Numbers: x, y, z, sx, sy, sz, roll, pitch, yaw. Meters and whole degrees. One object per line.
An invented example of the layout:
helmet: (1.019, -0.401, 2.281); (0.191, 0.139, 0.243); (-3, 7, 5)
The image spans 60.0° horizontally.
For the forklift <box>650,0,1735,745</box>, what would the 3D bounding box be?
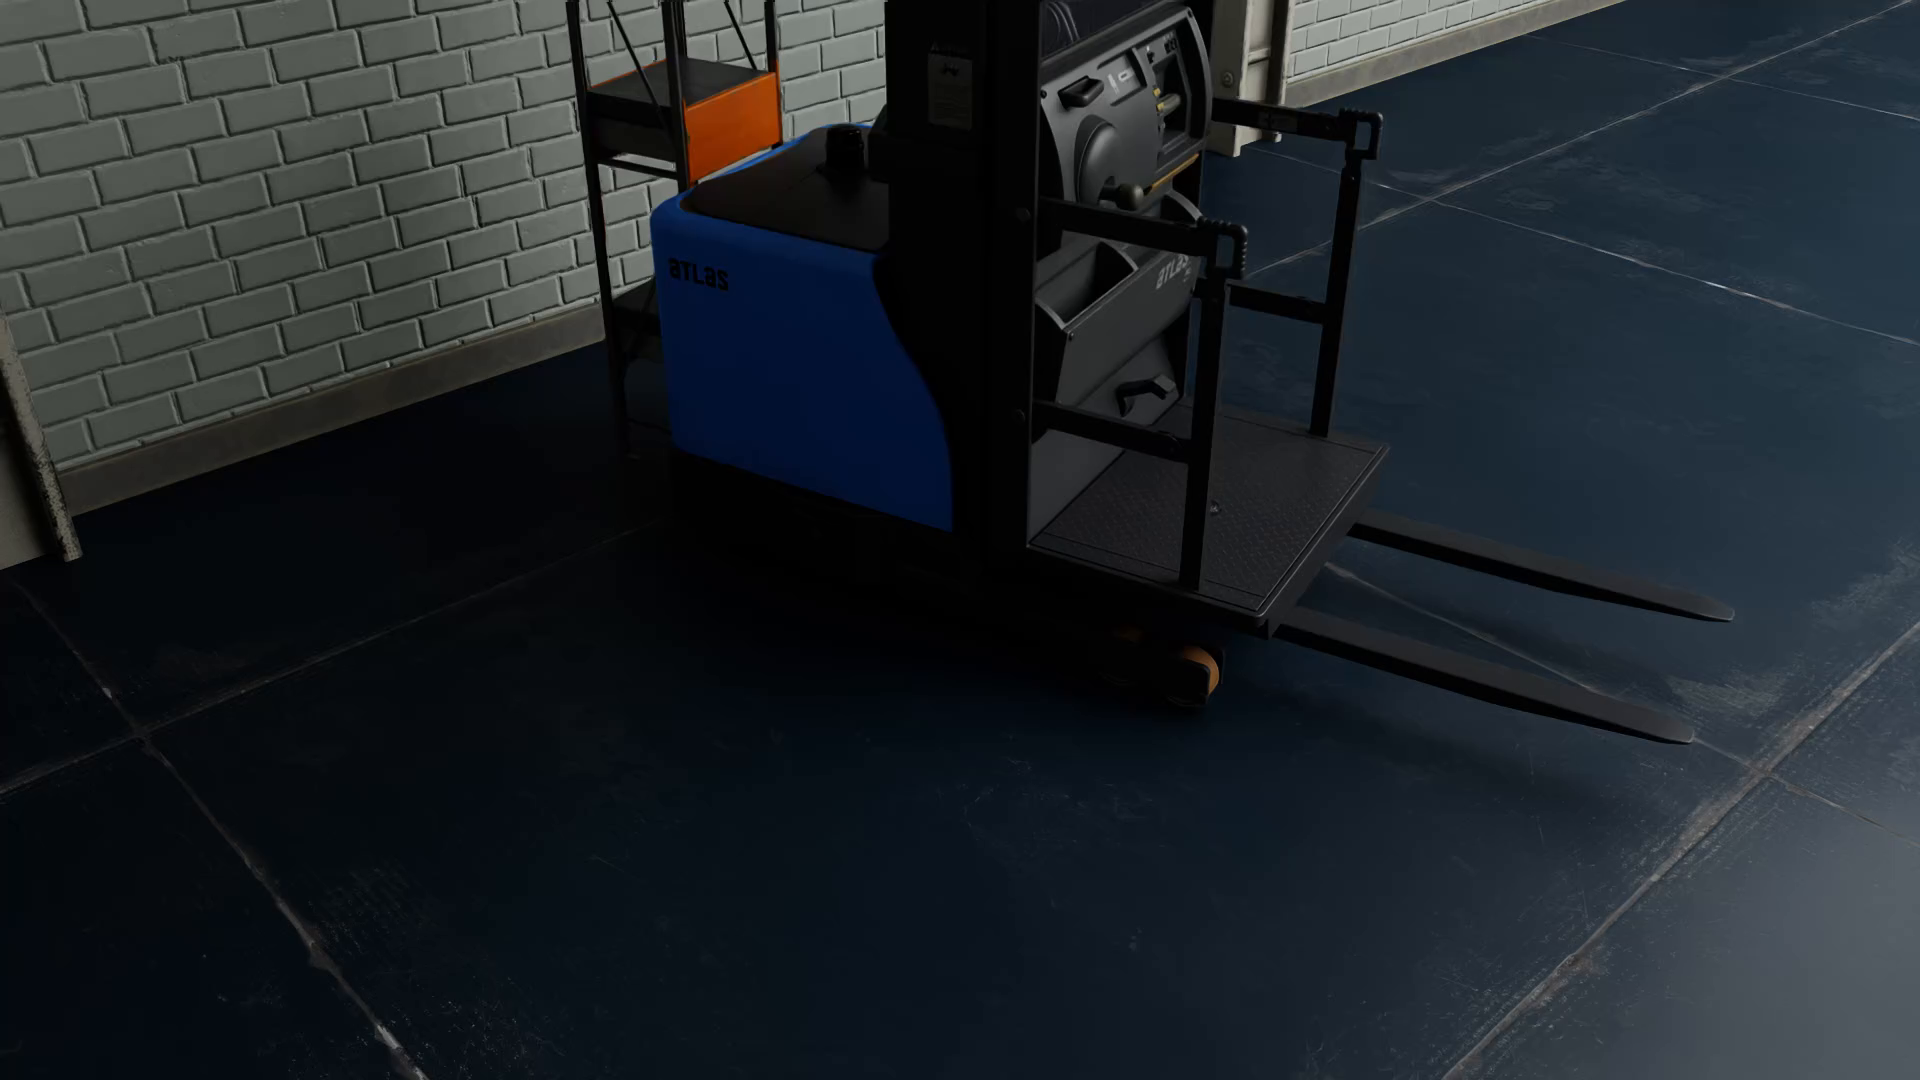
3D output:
forklift: (0.625, -1.115, 4.264); (3.031, 2.935, 1.130); (17, 35, 25)

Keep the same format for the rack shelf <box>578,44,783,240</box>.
rack shelf: (-0.871, -1.234, 5.282); (0.431, 0.518, 0.480); (17, 35, 25)

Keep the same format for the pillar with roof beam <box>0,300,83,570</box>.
pillar with roof beam: (-0.048, -2.132, 0.110); (0.400, 9.000, 9.100); (-26, 40, -35)

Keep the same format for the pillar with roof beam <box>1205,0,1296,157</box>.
pillar with roof beam: (4.352, -4.260, 3.591); (0.400, 9.000, 9.100); (-26, 40, -35)

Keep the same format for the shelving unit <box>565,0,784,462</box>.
shelving unit: (-0.871, -1.246, 5.275); (0.431, 2.100, 0.503); (17, 35, 25)

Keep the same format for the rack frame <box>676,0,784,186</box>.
rack frame: (-0.748, -1.356, 5.455); (0.400, 2.100, 0.015); (17, 35, 25)

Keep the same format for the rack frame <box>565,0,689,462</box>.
rack frame: (-0.993, -1.136, 5.095); (0.400, 2.100, 0.015); (17, 35, 25)

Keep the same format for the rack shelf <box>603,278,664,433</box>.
rack shelf: (-0.871, -0.637, 5.647); (0.431, 0.518, 0.480); (17, 35, 25)

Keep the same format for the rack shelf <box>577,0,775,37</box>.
rack shelf: (-0.871, -1.832, 4.917); (0.431, 0.518, 0.480); (17, 35, 25)
